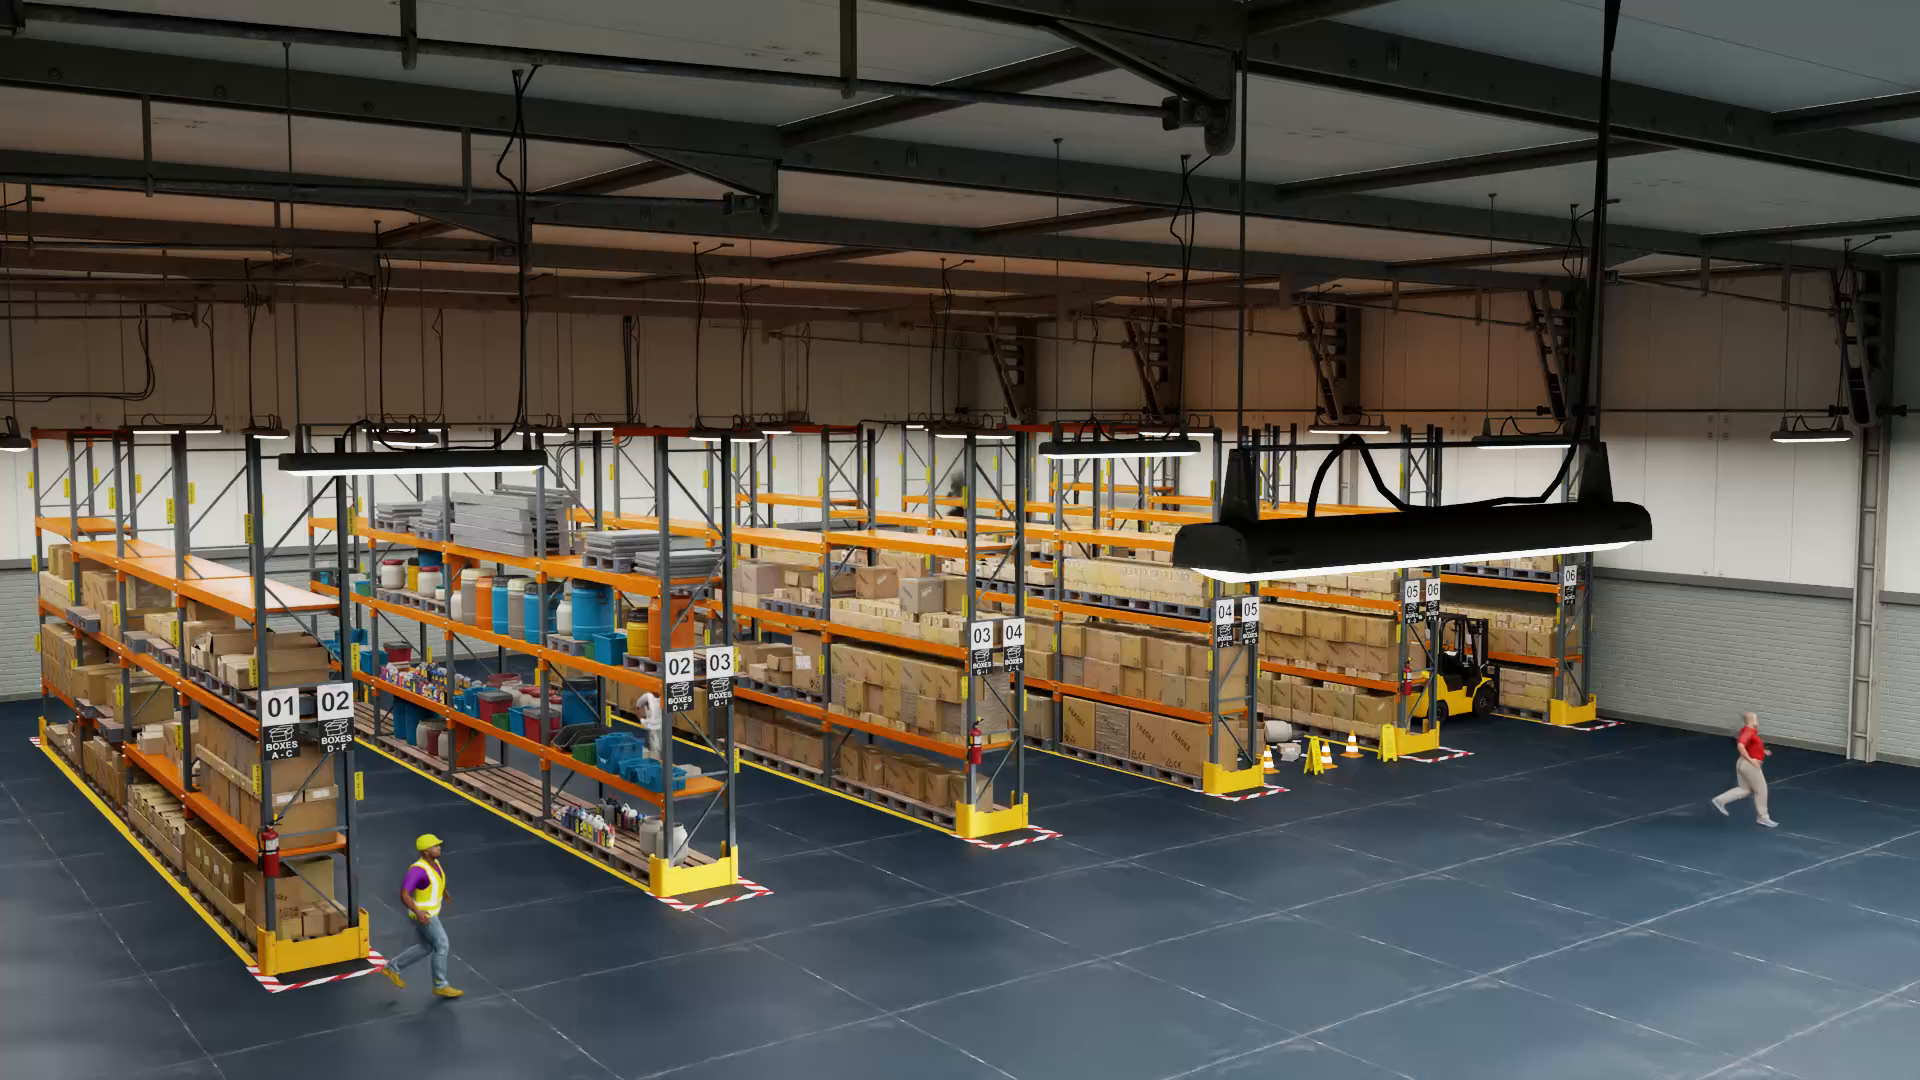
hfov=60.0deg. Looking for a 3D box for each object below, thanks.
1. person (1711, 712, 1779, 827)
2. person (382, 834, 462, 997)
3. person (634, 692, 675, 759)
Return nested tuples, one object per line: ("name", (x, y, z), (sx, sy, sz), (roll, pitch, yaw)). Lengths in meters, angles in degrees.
("person", (12.010, 3.490, 25.342), (0.927, 1.737, 0.664), (1, 5, 10))
("person", (-5.812, 4.034, 17.933), (0.854, 1.760, 0.694), (0, 4, -6))
("person", (-5.148, 3.232, 28.260), (0.685, 1.830, 0.776), (-4, 6, -39))
